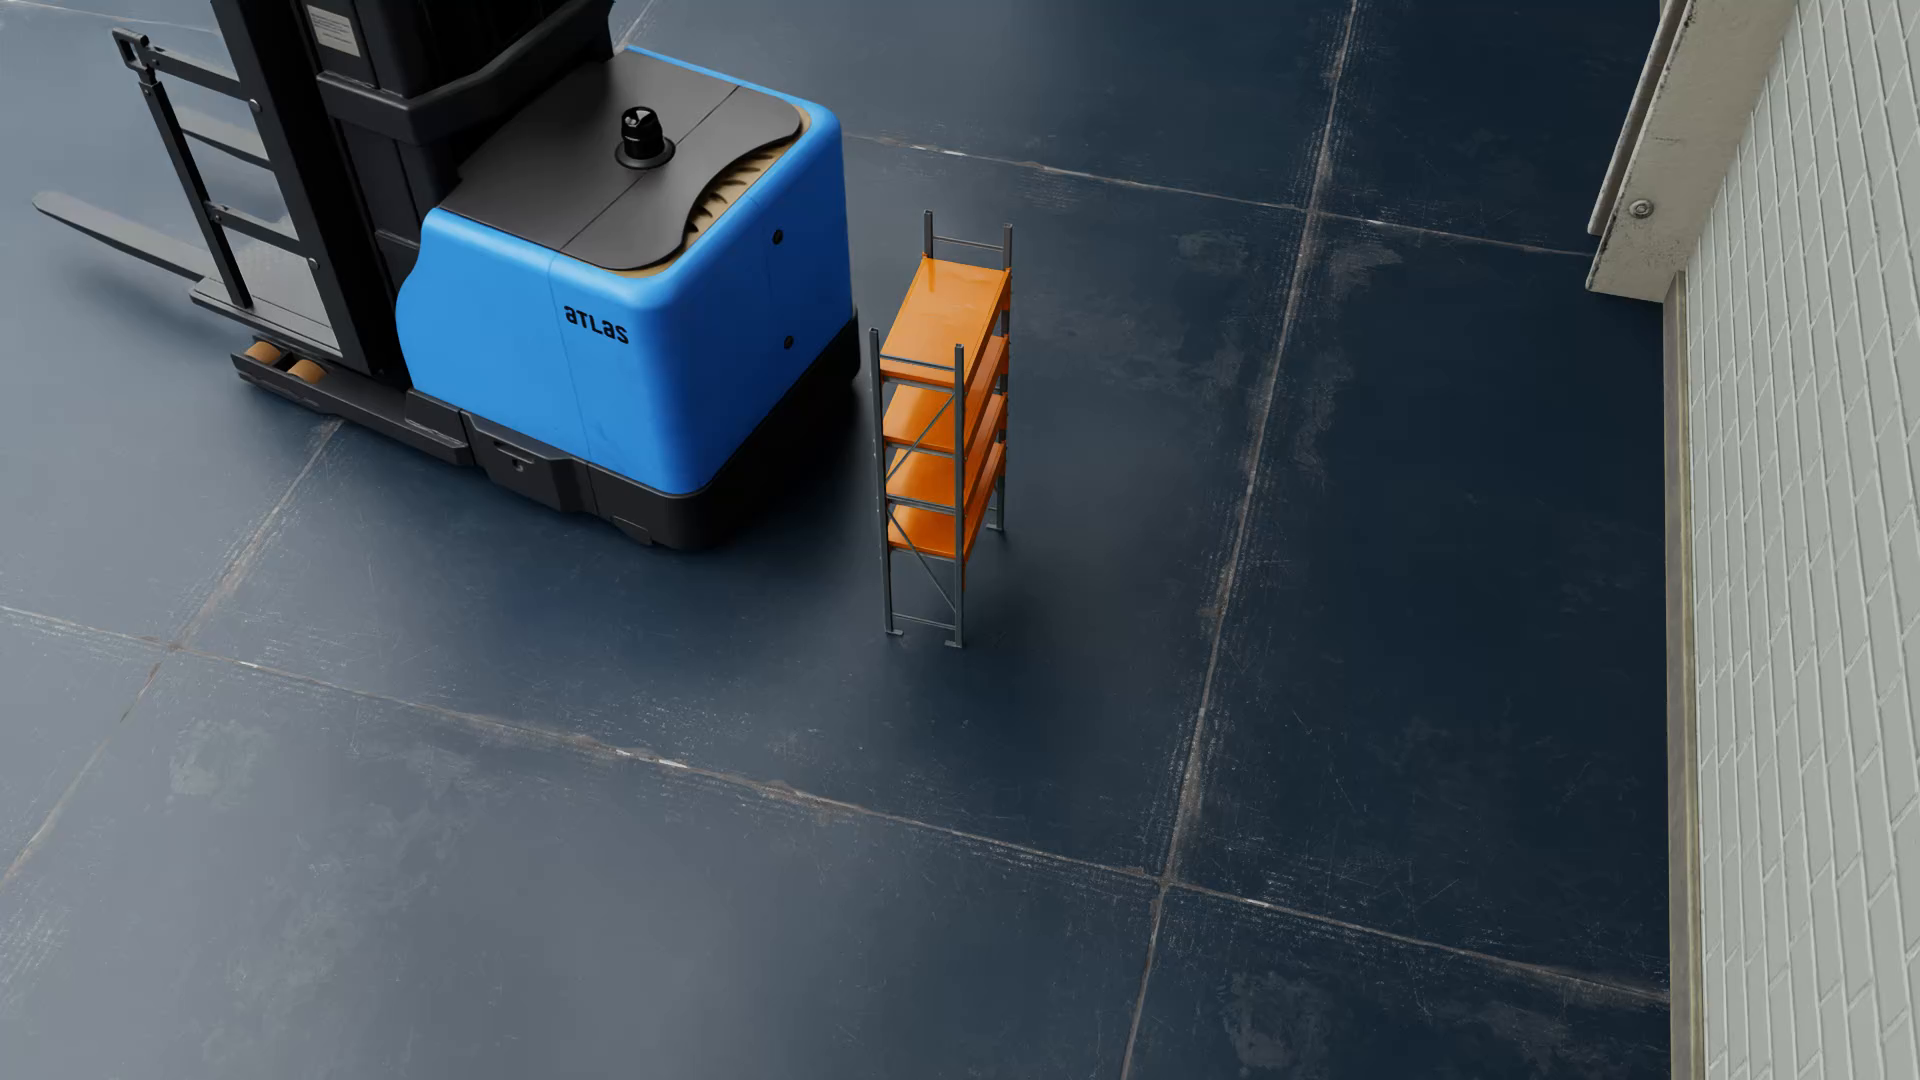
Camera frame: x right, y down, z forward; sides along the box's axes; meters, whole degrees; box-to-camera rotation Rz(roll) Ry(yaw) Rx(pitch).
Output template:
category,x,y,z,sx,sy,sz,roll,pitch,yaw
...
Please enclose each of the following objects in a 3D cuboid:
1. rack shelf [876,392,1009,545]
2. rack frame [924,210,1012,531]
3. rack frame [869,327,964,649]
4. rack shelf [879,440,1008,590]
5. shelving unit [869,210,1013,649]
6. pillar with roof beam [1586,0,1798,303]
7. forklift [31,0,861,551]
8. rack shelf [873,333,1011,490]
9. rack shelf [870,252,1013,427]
category,x,y,z,sx,sy,sz,roll,pitch,yaw
rack shelf,-0.044,-0.233,4.745,0.258,0.148,0.480,12,50,10
rack frame,0.021,-0.454,4.850,0.240,1.200,0.015,12,50,10
rack frame,-0.108,-0.101,4.539,0.240,1.200,0.015,12,50,10
rack shelf,-0.044,-0.101,4.894,0.258,0.148,0.480,12,50,10
shelving unit,-0.044,-0.277,4.694,0.258,1.200,0.503,12,50,10
pillar with roof beam,-1.674,-4.851,3.529,9.100,9.000,0.400,12,50,10
forklift,-1.885,-1.741,4.832,3.031,2.935,1.130,22,52,18
rack shelf,-0.044,-0.381,4.577,0.258,0.148,0.480,12,50,10
rack shelf,-0.044,-0.537,4.400,0.258,0.148,0.480,12,50,10
